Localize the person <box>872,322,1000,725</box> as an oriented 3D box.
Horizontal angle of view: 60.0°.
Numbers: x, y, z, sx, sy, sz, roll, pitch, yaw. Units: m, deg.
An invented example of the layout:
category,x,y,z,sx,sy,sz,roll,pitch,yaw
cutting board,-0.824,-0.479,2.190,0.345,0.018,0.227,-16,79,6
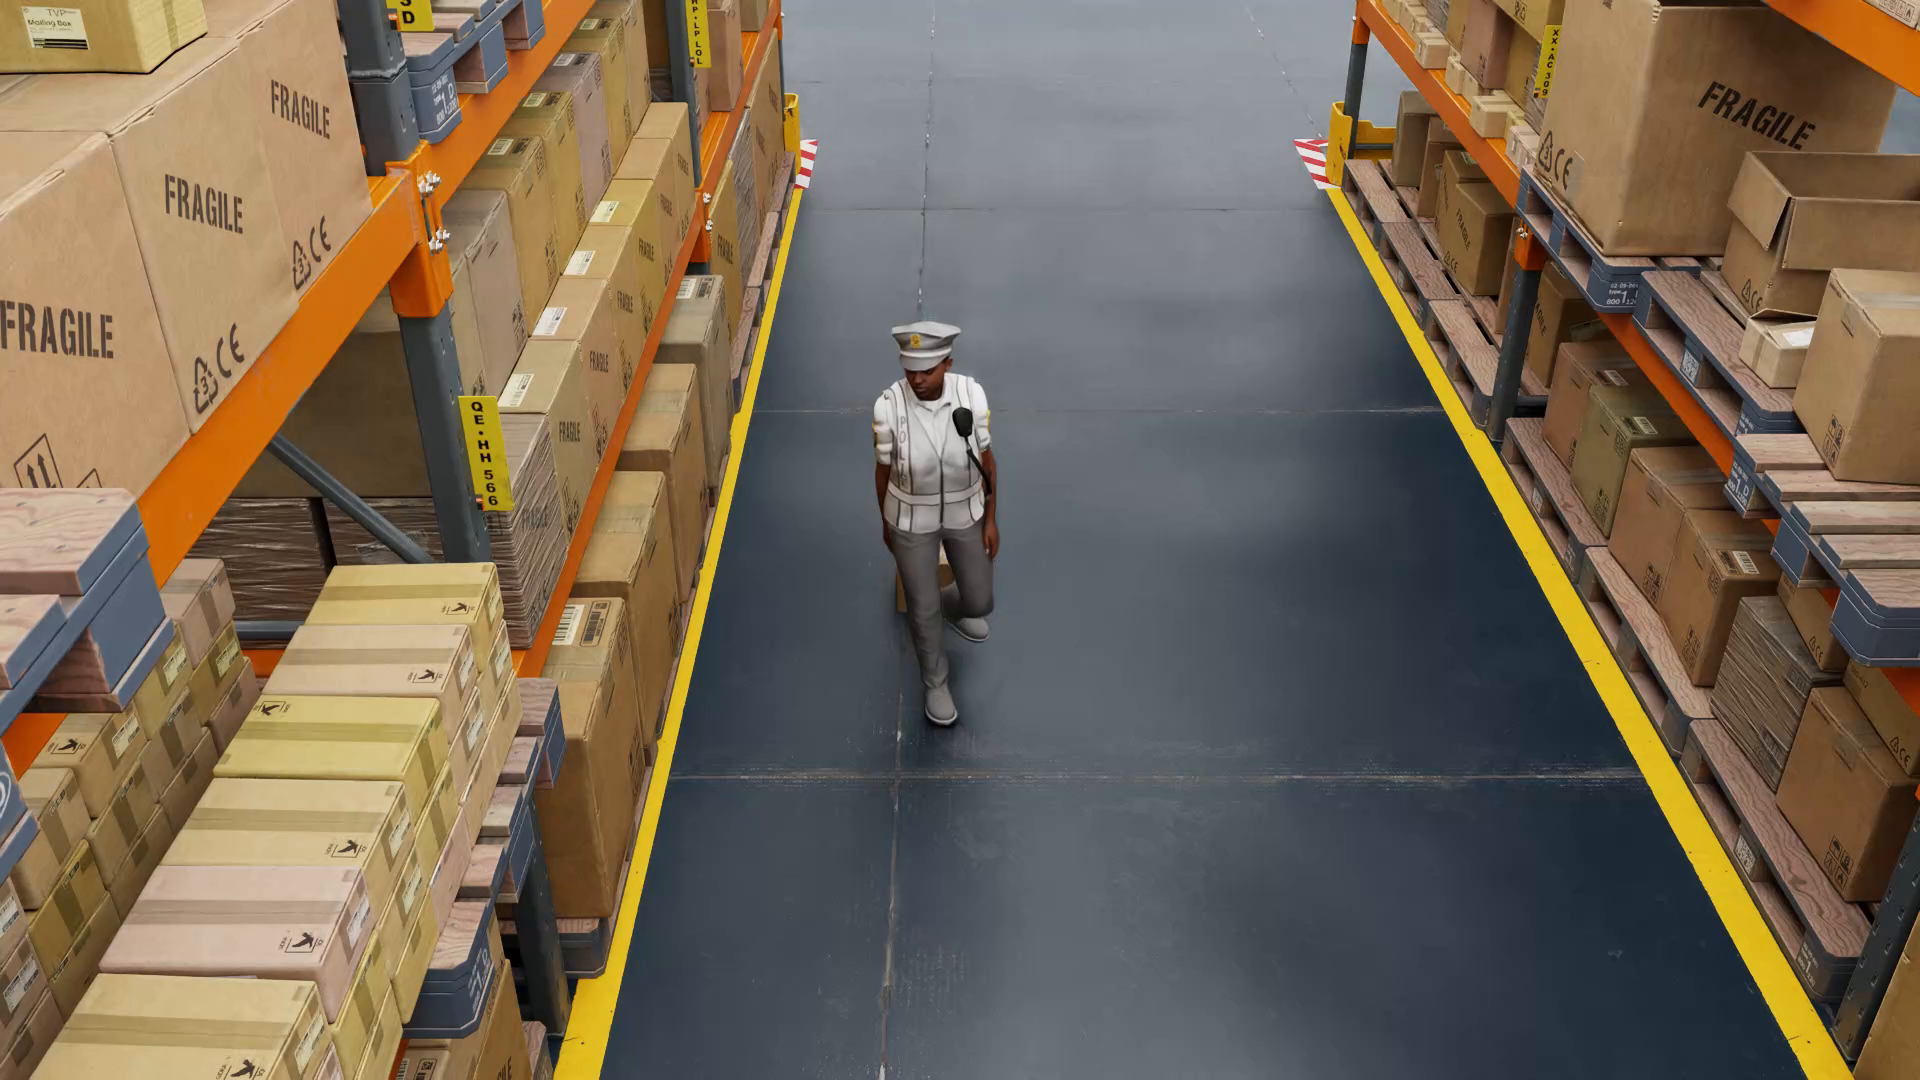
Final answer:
category,x,y,z,sx,sy,sz,roll,pitch,yaw
person,-0.087,-0.125,6.296,0.497,1.671,0.572,-6,32,-9
